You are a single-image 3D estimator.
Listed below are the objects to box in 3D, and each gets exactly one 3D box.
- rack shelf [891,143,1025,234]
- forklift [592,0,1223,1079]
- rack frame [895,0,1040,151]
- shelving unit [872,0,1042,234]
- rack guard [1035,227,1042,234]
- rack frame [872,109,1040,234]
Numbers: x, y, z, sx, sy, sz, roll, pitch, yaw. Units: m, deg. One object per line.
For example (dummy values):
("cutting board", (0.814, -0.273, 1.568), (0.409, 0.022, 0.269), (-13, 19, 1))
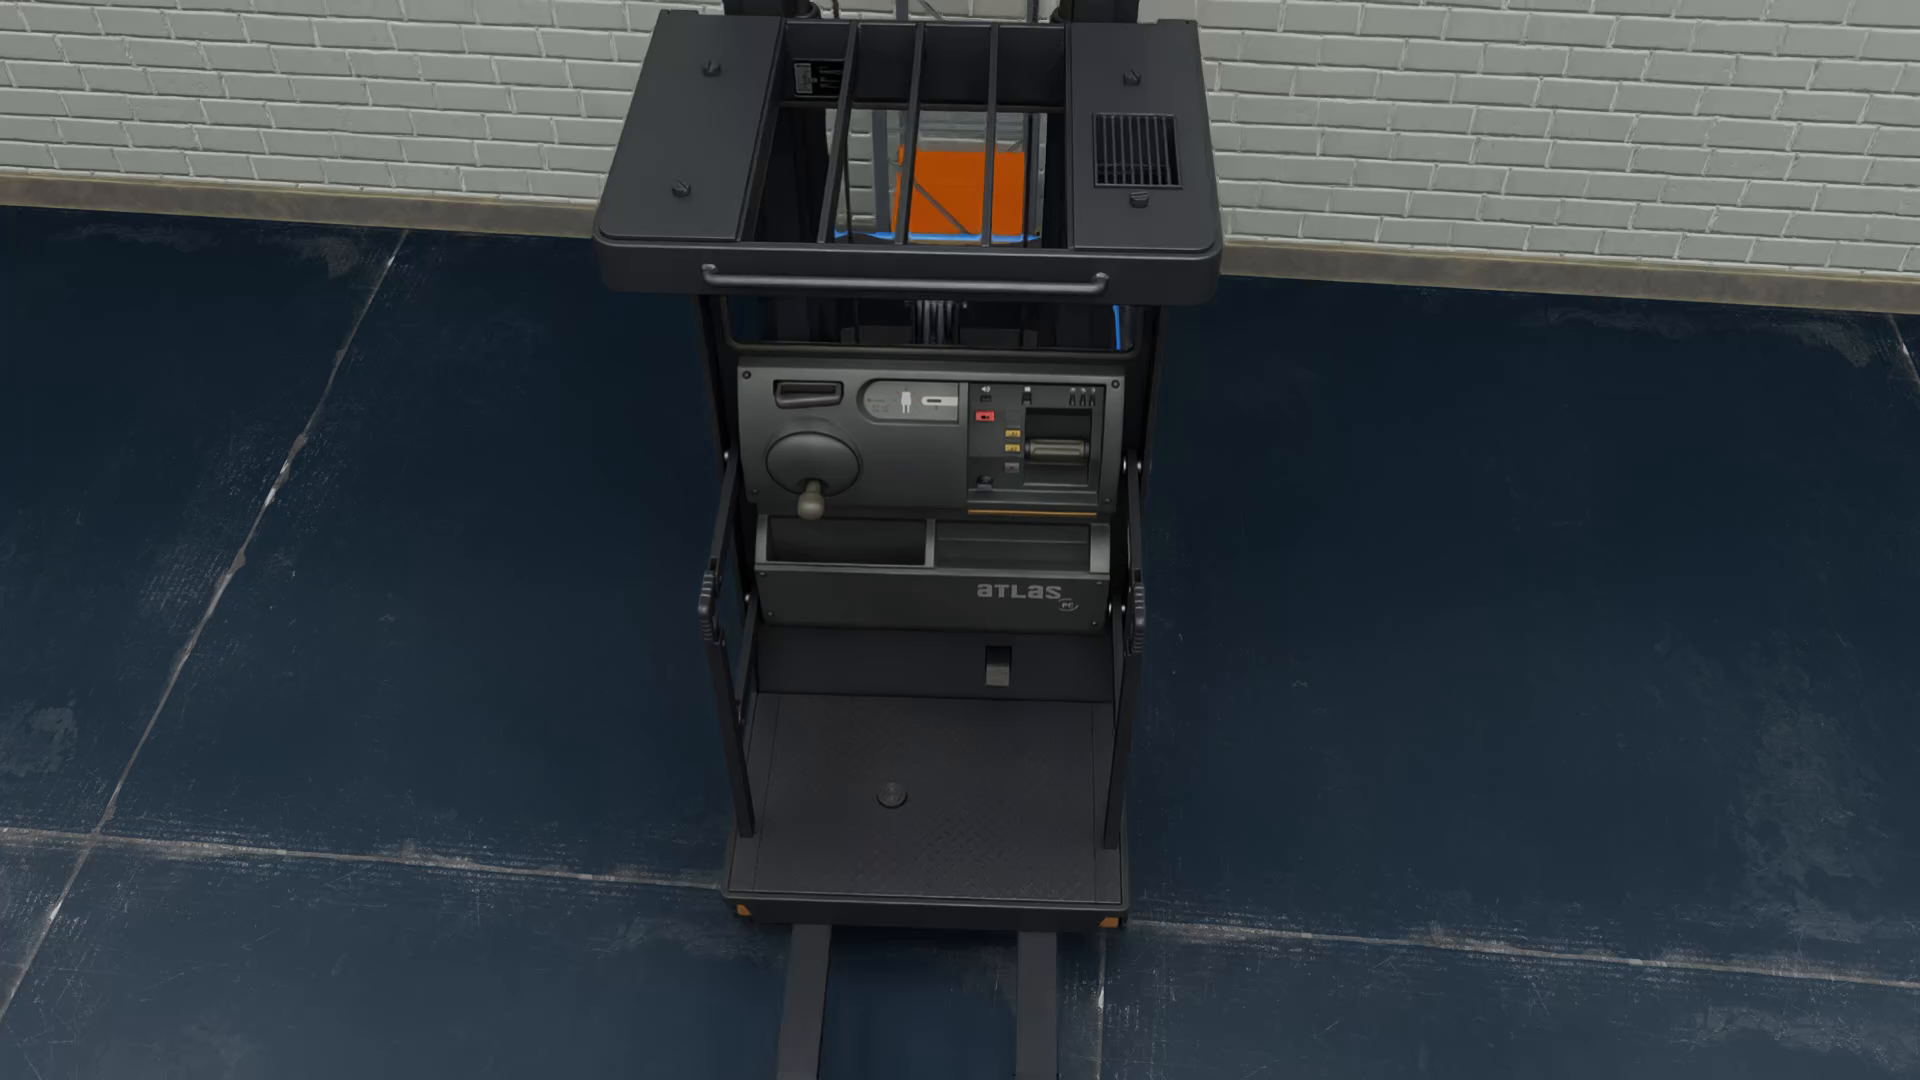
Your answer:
("rack shelf", (0.007, -1.048, 5.936), (0.538, 0.185, 1.000), (2, 48, 1))
("forklift", (-0.077, -0.138, 3.890), (1.130, 2.935, 3.031), (2, 48, 1))
("rack frame", (0.026, -1.544, 6.146), (0.500, 1.500, 0.032), (2, 48, 1))
("shelving unit", (0.008, -1.176, 5.809), (0.587, 1.500, 1.083), (2, 48, 1))
("rack guard", (0.026, -1.121, 6.606), (0.587, 0.250, 0.087), (2, 48, 1))
("rack frame", (-0.012, -0.794, 5.460), (0.500, 1.500, 0.032), (2, 48, 1))
